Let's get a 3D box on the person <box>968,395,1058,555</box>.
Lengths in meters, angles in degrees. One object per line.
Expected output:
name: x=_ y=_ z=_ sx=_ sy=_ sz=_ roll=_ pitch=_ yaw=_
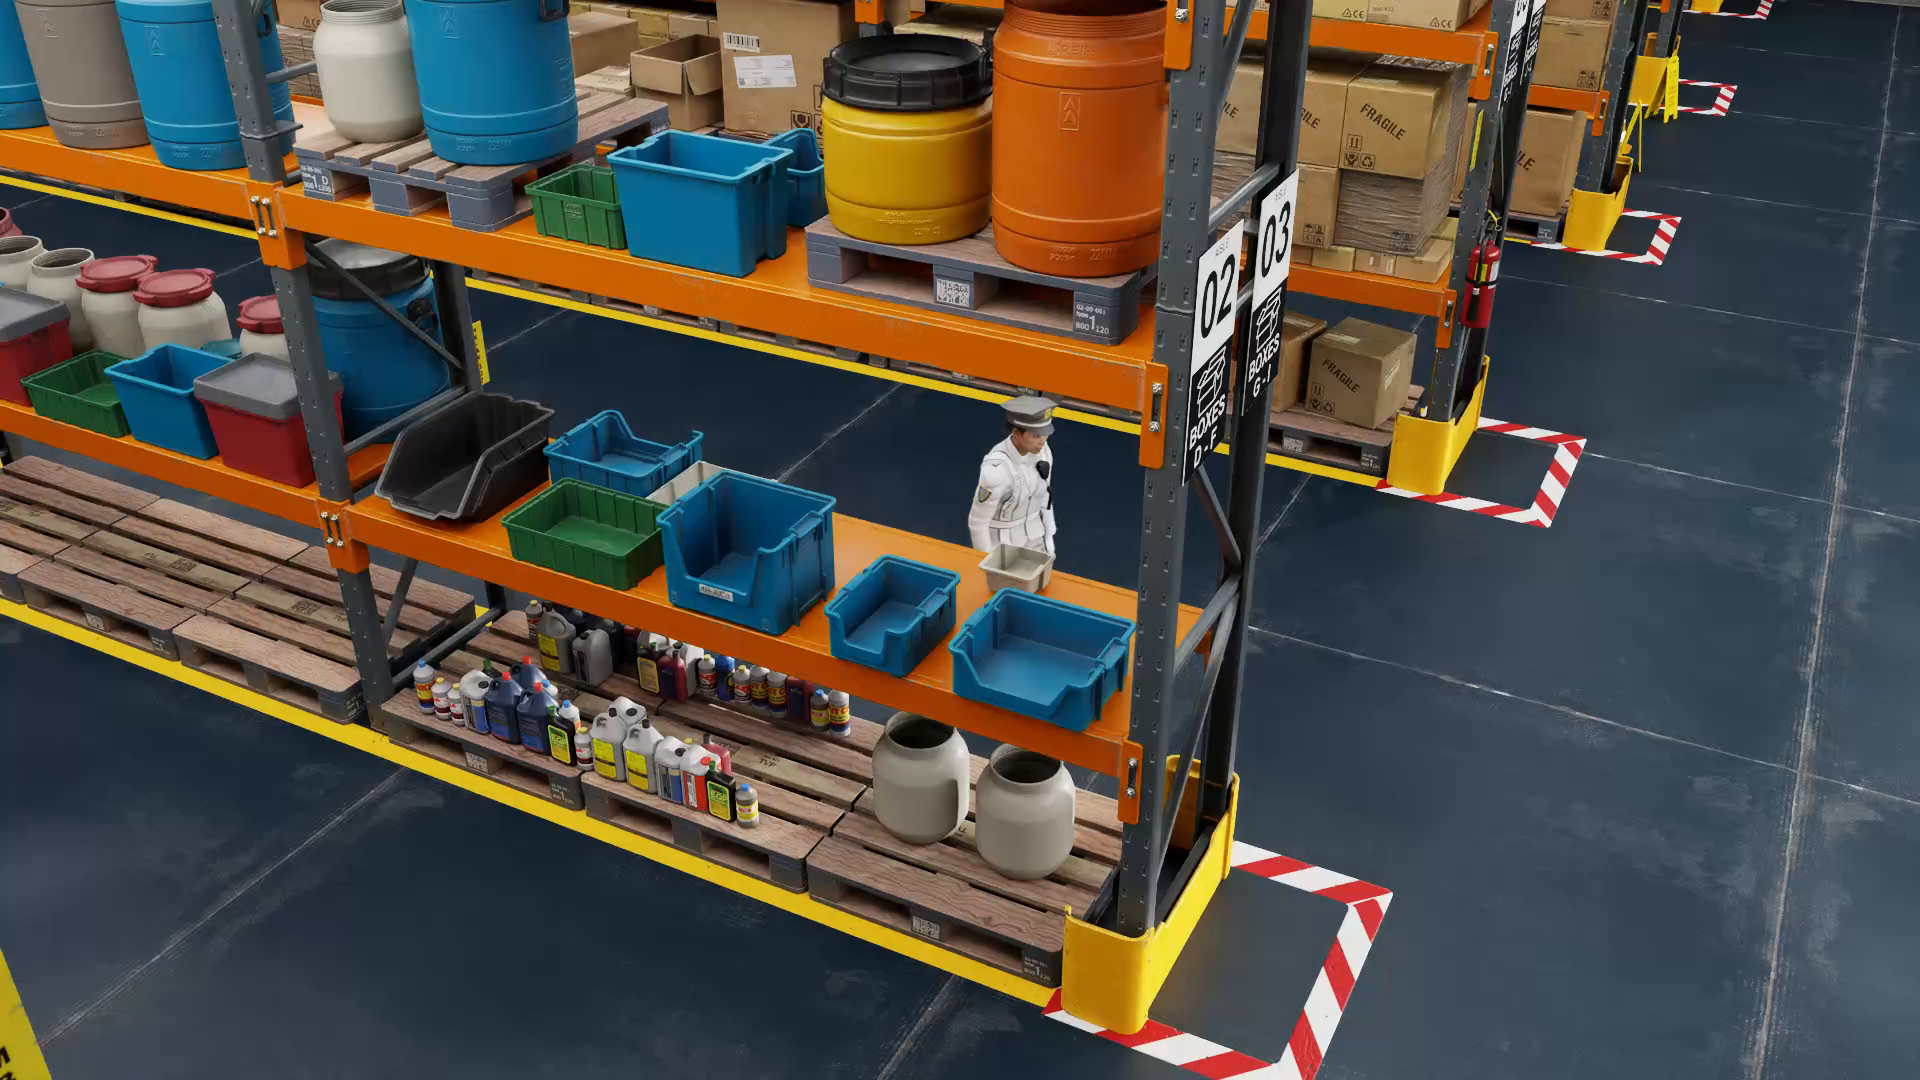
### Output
person: x=0.283 y=0.058 z=8.182 sx=0.525 sy=1.662 sz=0.410 roll=-26 pitch=39 yaw=-37
